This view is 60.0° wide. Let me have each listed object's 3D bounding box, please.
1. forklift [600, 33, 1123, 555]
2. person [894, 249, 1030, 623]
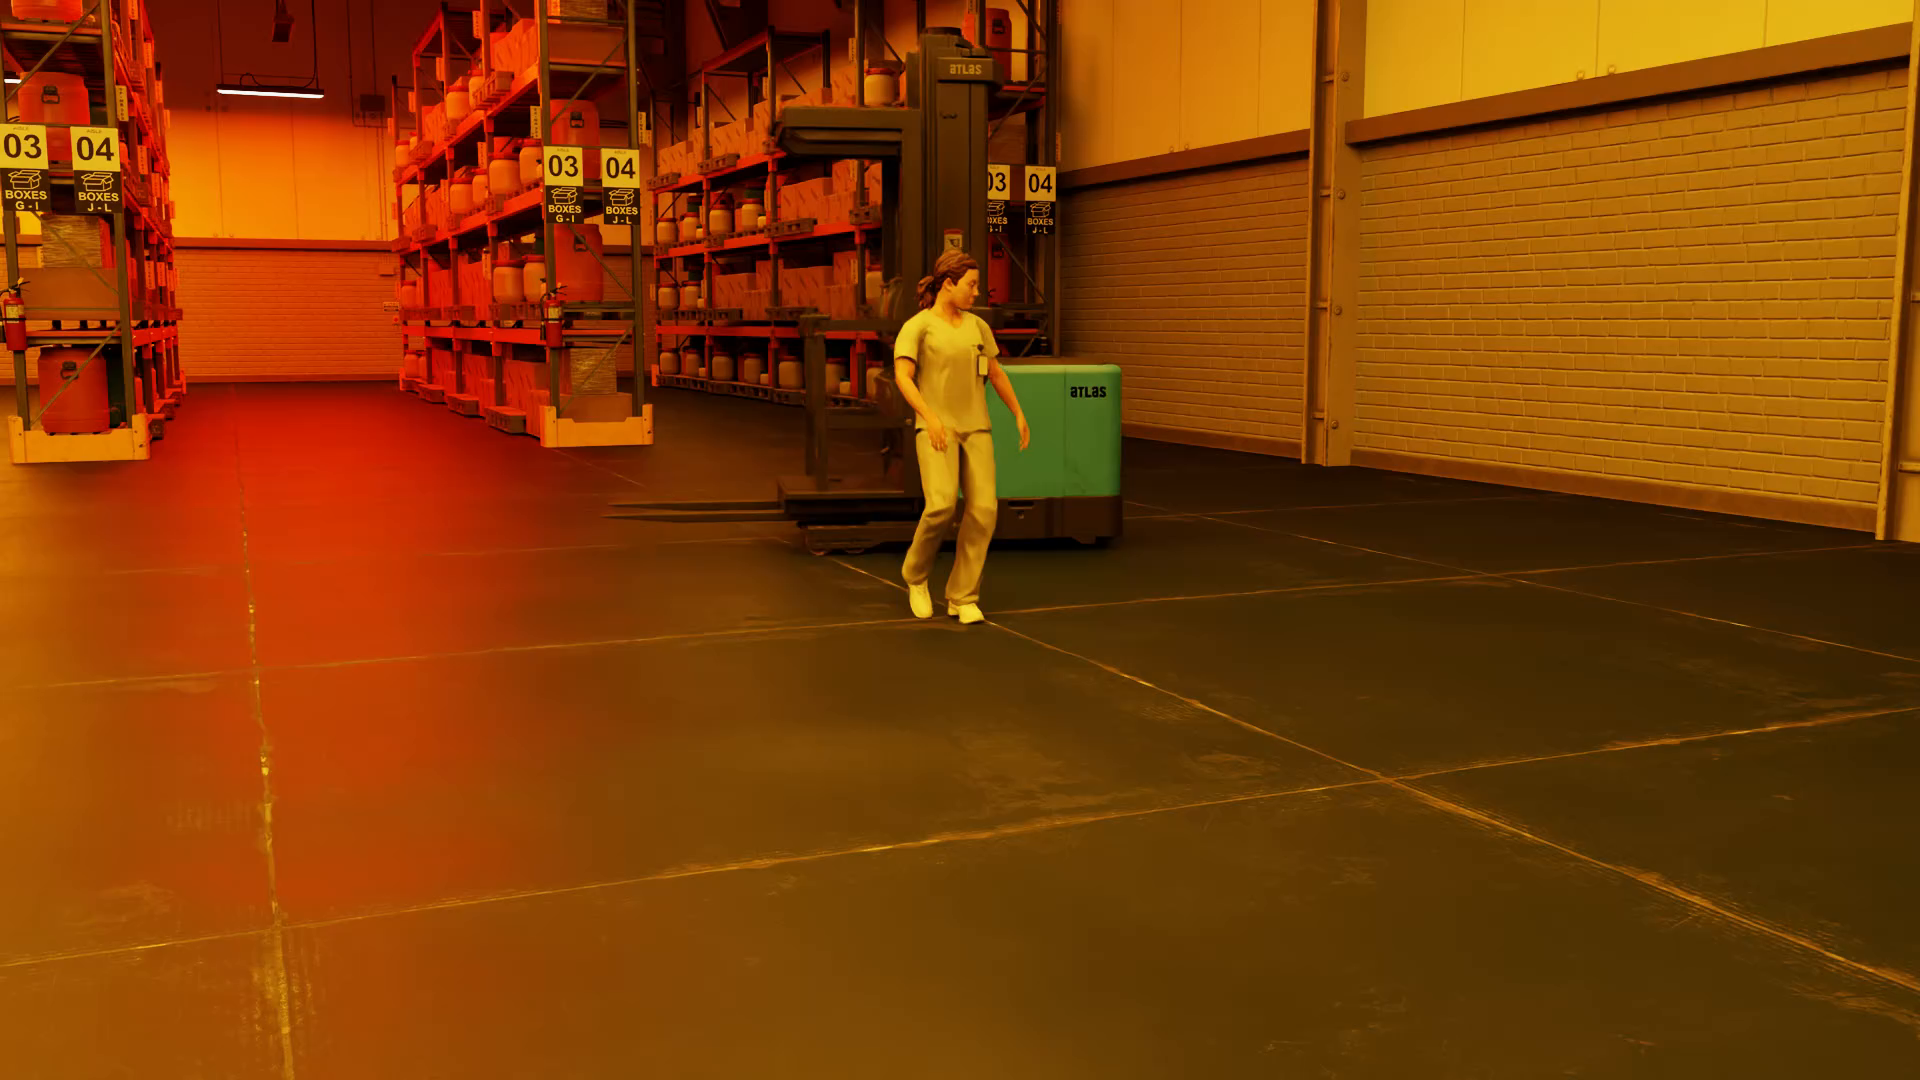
[{"bbox_3d":[-0.603,-1.441,9.867,3.031,2.935,1.130,-1,8,-9],"label":"forklift"},{"bbox_3d":[0.023,-0.466,7.427,0.667,1.645,0.462,-3,8,-24],"label":"person"}]
